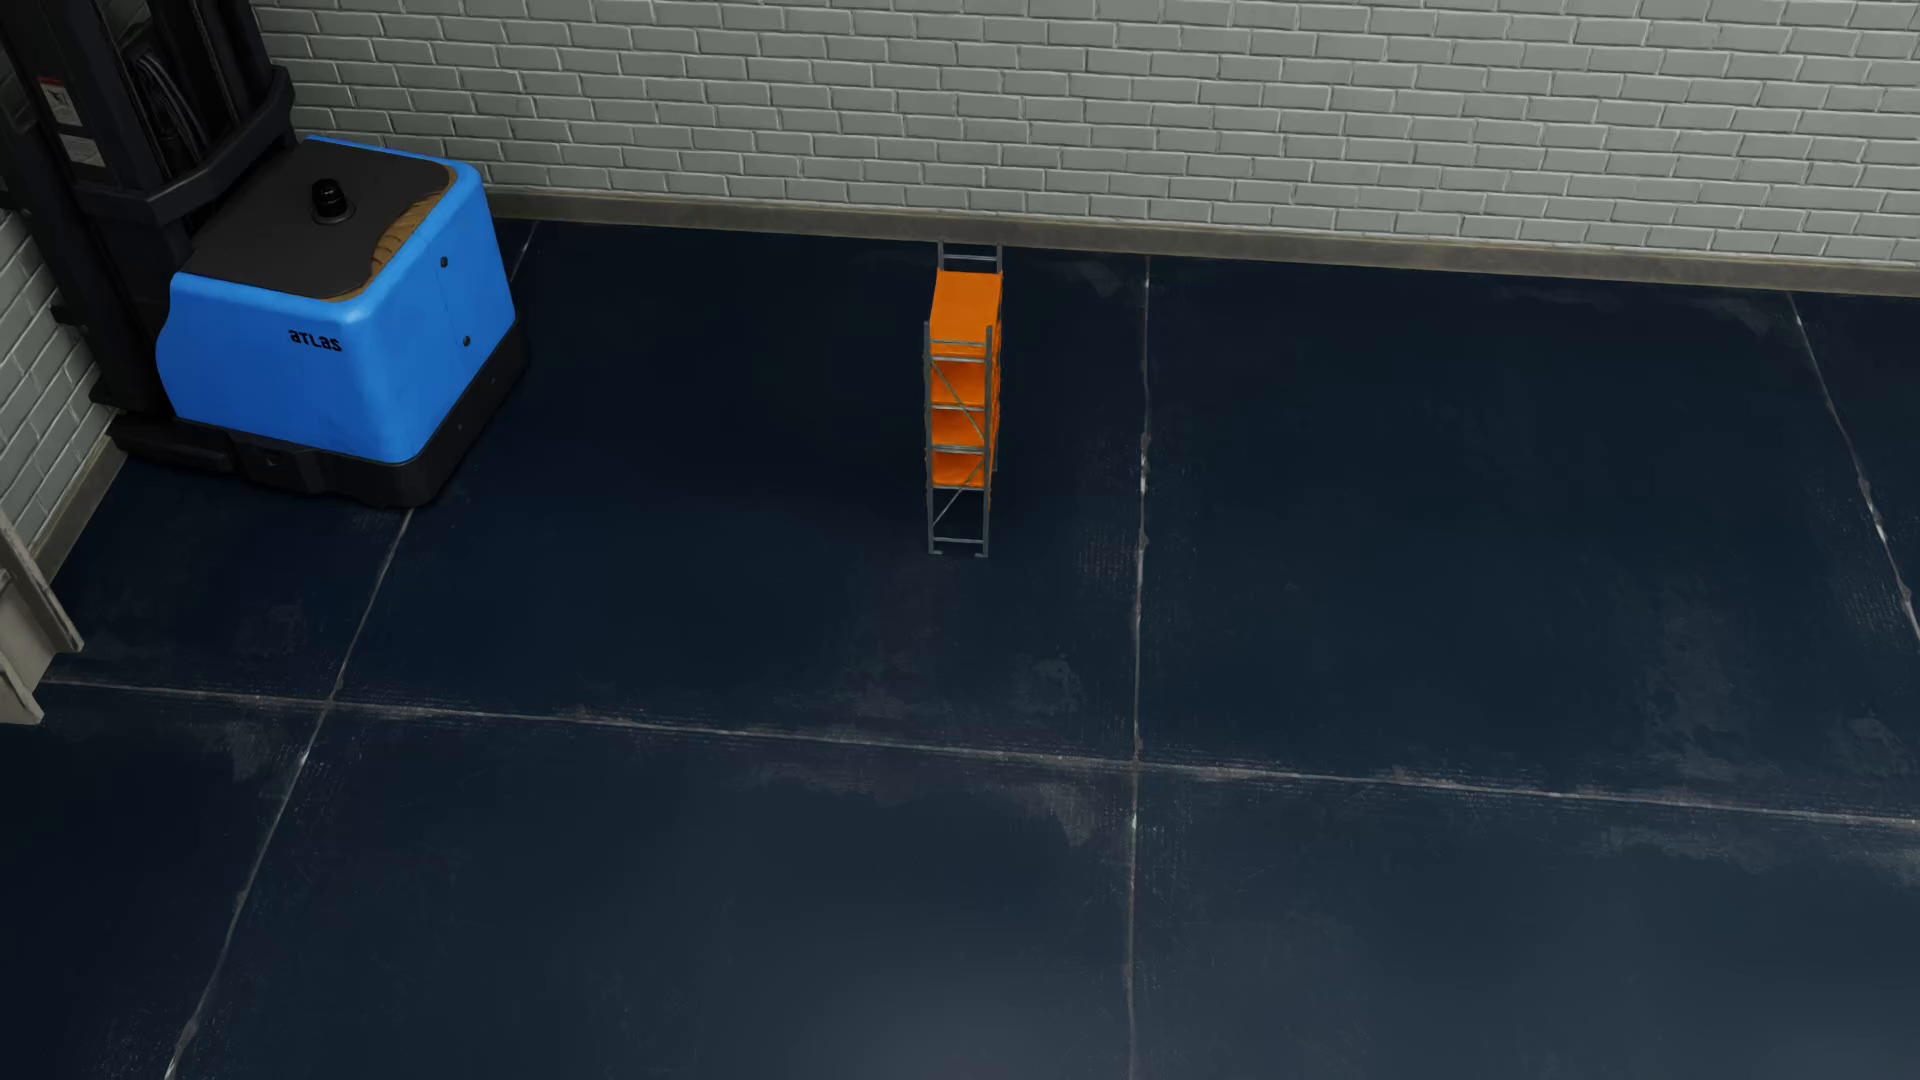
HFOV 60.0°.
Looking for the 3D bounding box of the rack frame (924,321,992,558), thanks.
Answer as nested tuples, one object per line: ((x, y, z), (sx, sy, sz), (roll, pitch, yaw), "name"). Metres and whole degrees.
((-0.007, -0.347, 6.255), (0.240, 1.200, 0.015), (4, 48, 4), "rack frame")

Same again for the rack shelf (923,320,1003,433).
((0.015, -0.632, 6.303), (0.258, 0.148, 0.480), (4, 48, 4), "rack shelf")

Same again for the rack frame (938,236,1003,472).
((0.037, -0.706, 6.583), (0.240, 1.200, 0.015), (4, 48, 4), "rack frame")

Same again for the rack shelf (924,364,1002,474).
((0.015, -0.481, 6.468), (0.258, 0.148, 0.480), (4, 48, 4), "rack shelf")

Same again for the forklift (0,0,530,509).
((-3.486, -1.737, 6.353), (3.031, 2.935, 1.130), (12, 49, 11), "forklift")

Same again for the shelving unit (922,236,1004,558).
((0.015, -0.527, 6.419), (0.258, 1.200, 0.503), (4, 48, 4), "shelving unit")

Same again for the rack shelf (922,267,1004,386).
((0.015, -0.792, 6.129), (0.258, 0.148, 0.480), (4, 48, 4), "rack shelf")

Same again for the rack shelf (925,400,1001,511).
((0.015, -0.347, 6.615), (0.258, 0.148, 0.480), (4, 48, 4), "rack shelf")
